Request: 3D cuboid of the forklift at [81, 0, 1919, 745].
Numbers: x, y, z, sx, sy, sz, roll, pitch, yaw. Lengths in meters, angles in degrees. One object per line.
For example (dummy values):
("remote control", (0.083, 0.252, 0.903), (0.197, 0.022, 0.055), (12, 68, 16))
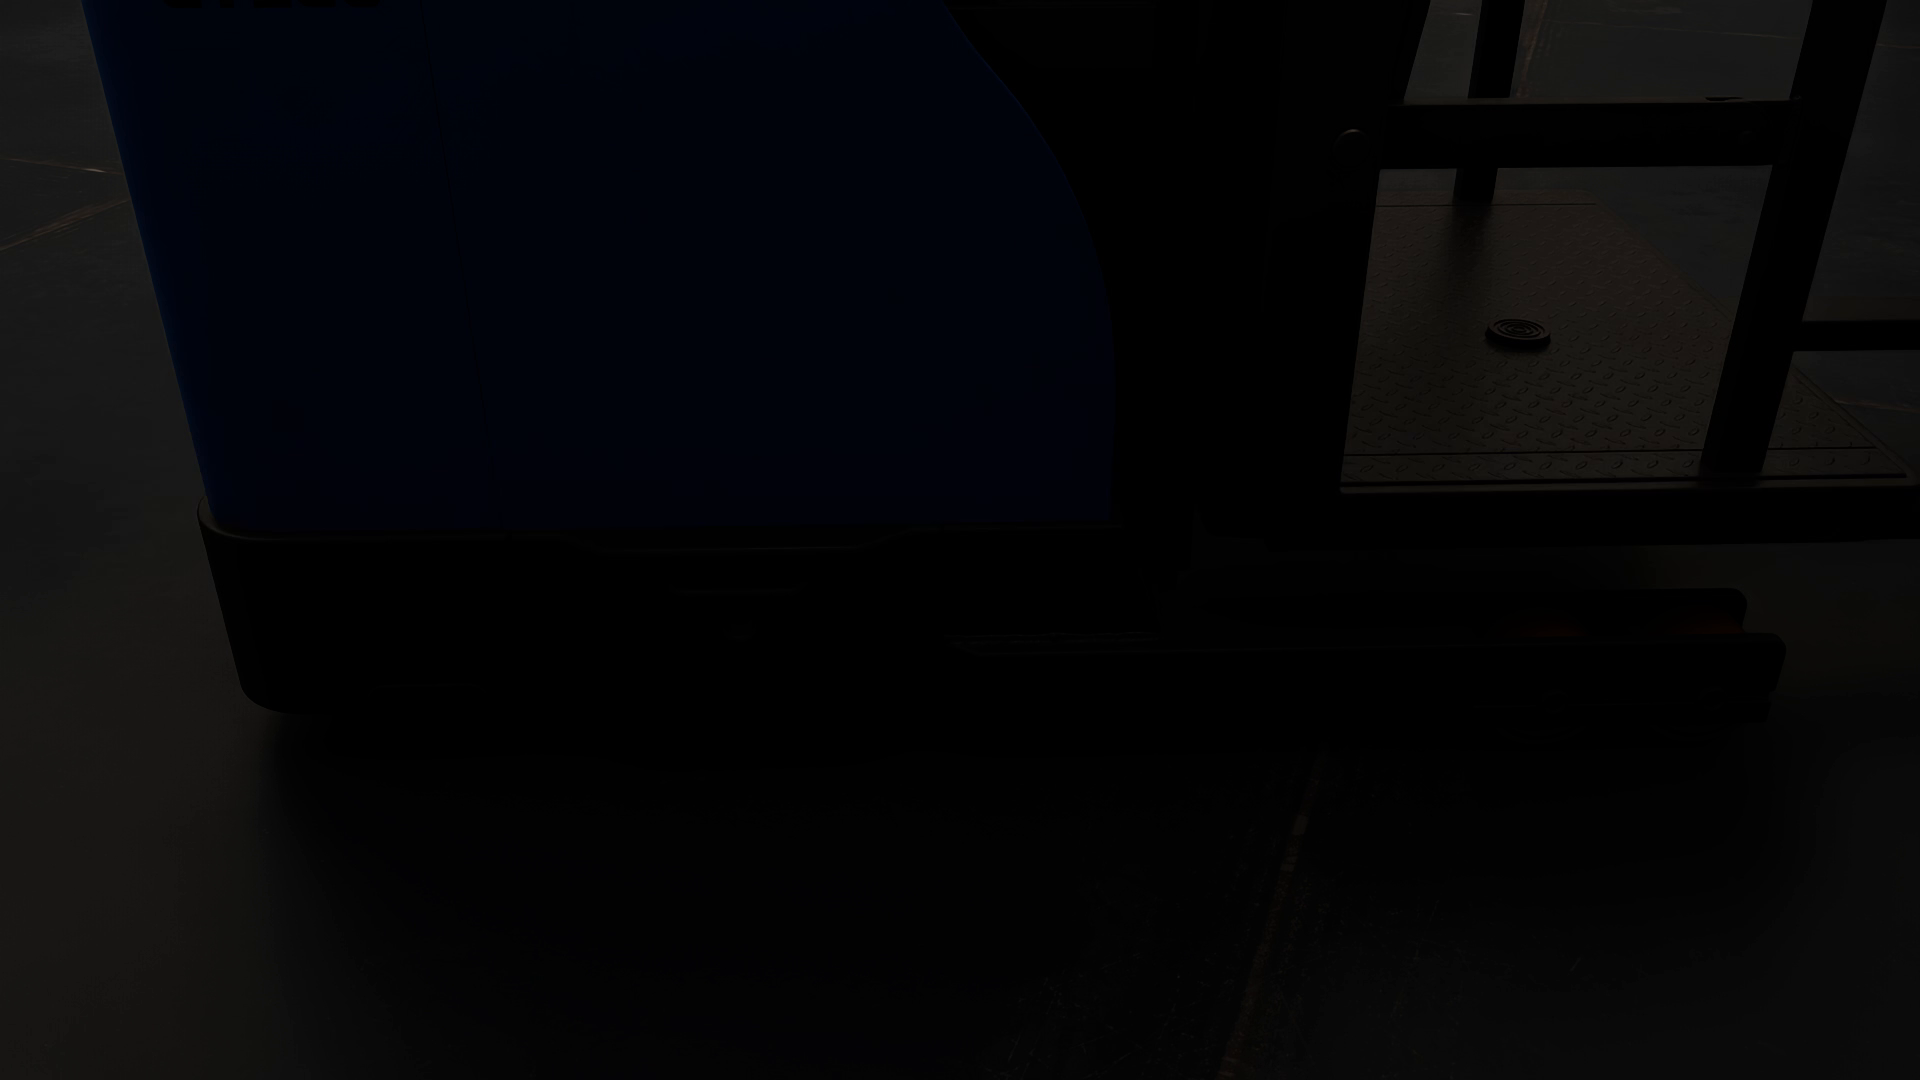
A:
("forklift", (0.608, -1.285, 1.795), (3.031, 2.935, 1.130), (-1, 30, -2))
